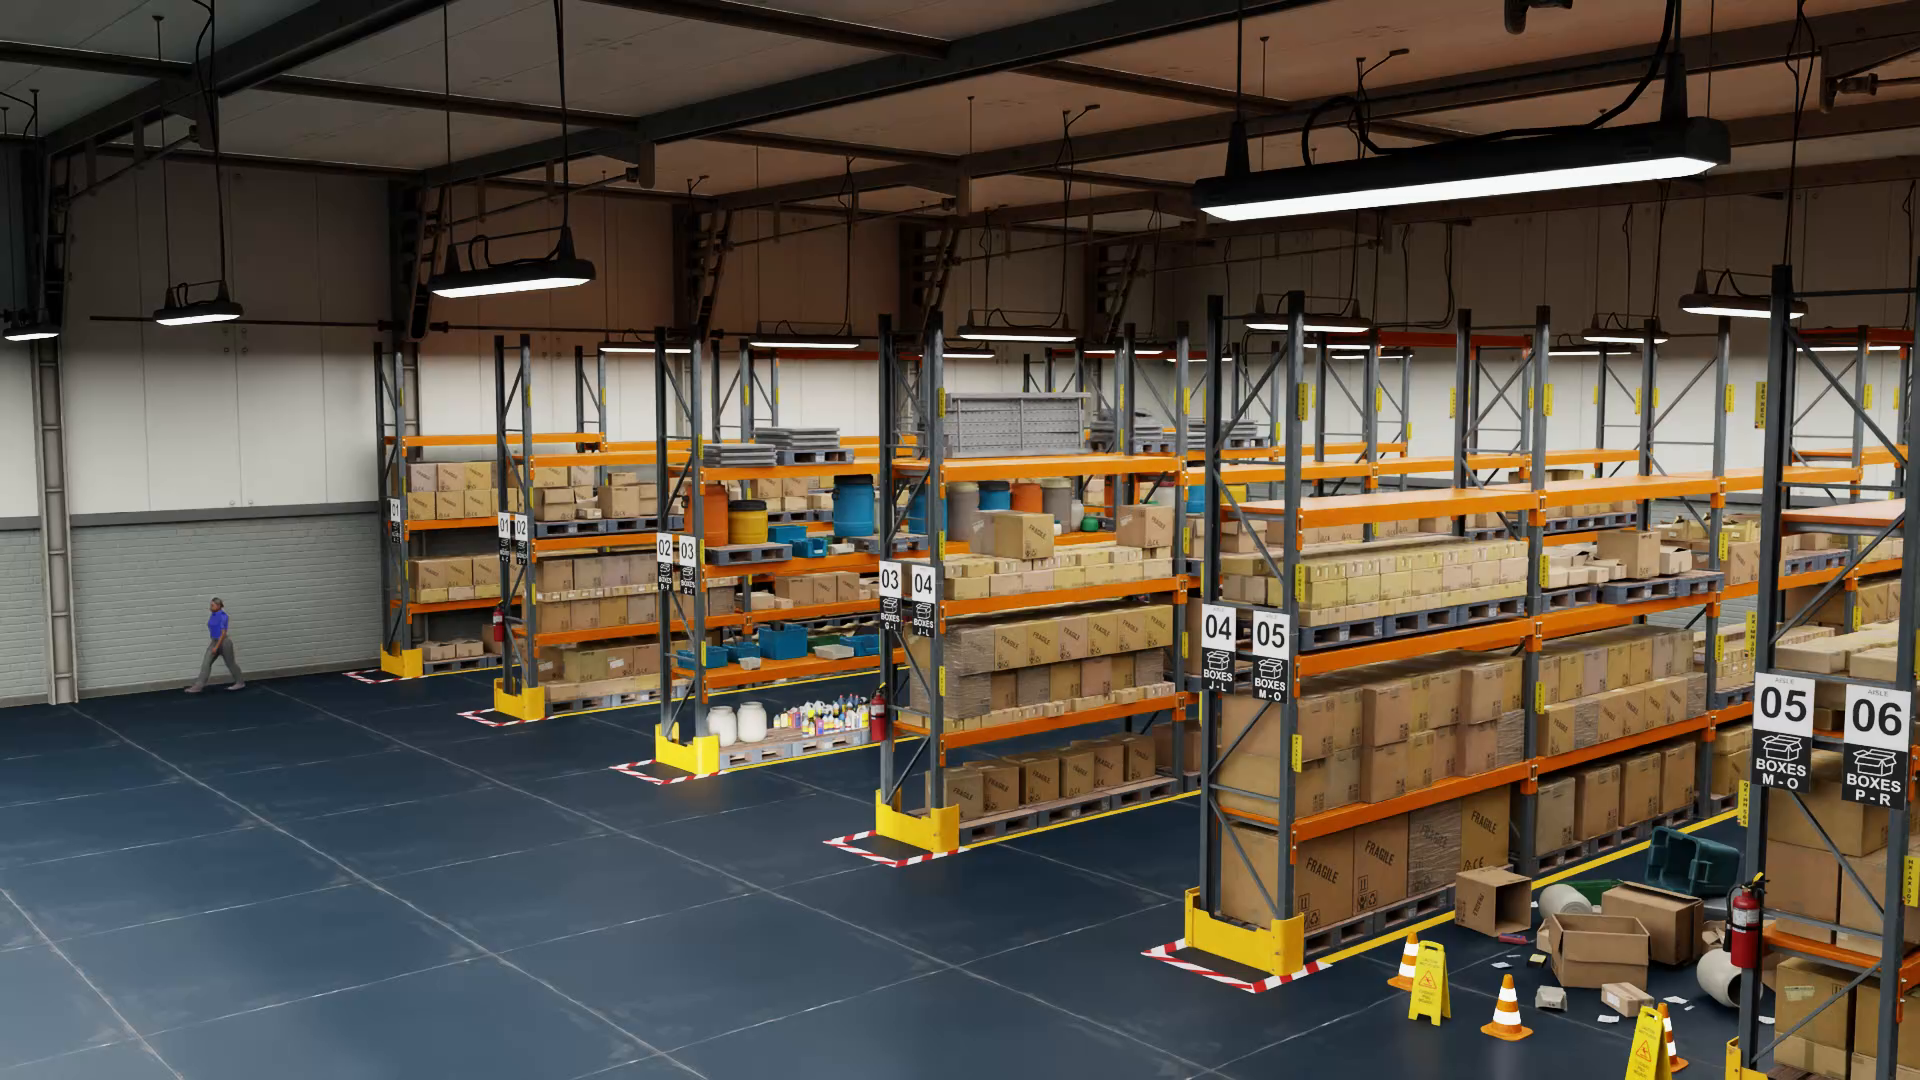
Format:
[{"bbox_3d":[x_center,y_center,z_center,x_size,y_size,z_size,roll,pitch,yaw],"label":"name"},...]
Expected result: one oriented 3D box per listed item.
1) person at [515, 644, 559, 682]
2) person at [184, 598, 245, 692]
[{"bbox_3d":[-7.337,1.634,29.187,0.560,1.698,1.021,1,5,15],"label":"person"},{"bbox_3d":[-12.619,1.778,28.154,0.500,1.607,0.952,3,6,28],"label":"person"}]
